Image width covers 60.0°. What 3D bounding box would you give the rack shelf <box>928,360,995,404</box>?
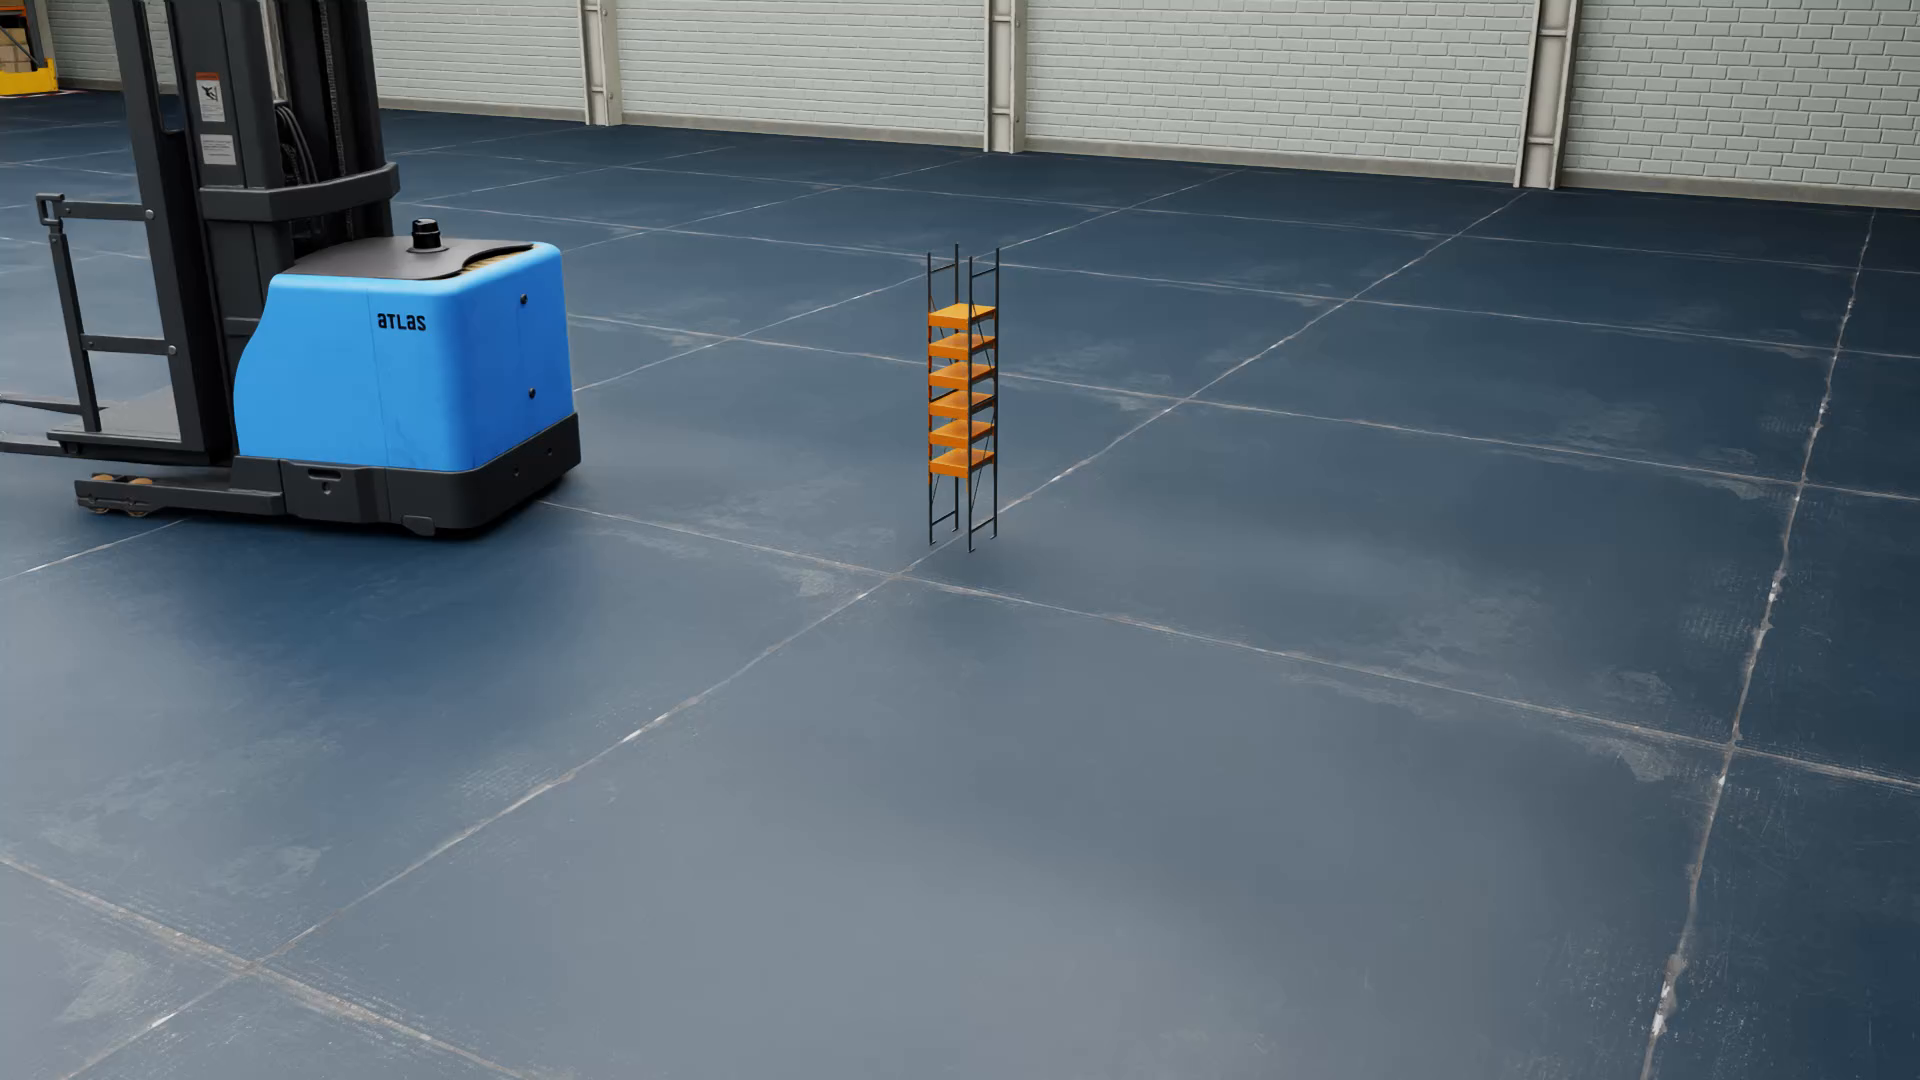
[{"bbox_3d":[0.013,-0.633,6.628,0.180,0.103,0.258,11,23,27],"label":"rack shelf"}]

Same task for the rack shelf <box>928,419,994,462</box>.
[{"bbox_3d":[0.013,-0.407,6.710,0.180,0.103,0.258,11,23,27],"label":"rack shelf"}]

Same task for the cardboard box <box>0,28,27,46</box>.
[{"bbox_3d":[-15.354,-8.058,26.631,0.500,0.250,0.500,10,22,26],"label":"cardboard box"}]

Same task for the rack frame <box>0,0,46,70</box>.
[{"bbox_3d":[-15.027,-8.547,26.029,0.127,3.000,1.000,11,23,27],"label":"rack frame"}]

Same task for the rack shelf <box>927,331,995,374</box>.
[{"bbox_3d":[0.013,-0.745,6.587,0.180,0.103,0.258,11,23,27],"label":"rack shelf"}]

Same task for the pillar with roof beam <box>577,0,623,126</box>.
[{"bbox_3d":[-6.819,-8.474,17.030,0.400,9.000,9.100,11,23,27],"label":"pillar with roof beam"}]

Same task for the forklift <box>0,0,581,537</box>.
[{"bbox_3d":[-3.315,-1.644,7.098,3.031,2.935,1.130,5,20,13],"label":"forklift"}]

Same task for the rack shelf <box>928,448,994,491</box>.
[{"bbox_3d":[0.013,-0.294,6.751,0.180,0.103,0.258,11,23,27],"label":"rack shelf"}]

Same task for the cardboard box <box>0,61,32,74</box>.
[{"bbox_3d":[-15.360,-7.592,26.812,0.500,0.250,0.500,11,23,28],"label":"cardboard box"}]

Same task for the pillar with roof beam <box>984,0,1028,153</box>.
[{"bbox_3d":[-1.580,-7.476,14.279,0.400,9.000,9.100,11,23,27],"label":"pillar with roof beam"}]

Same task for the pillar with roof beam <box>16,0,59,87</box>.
[{"bbox_3d":[-17.295,-10.470,22.532,0.400,9.000,9.100,11,23,27],"label":"pillar with roof beam"}]

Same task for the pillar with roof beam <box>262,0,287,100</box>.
[{"bbox_3d":[-12.057,-9.472,19.781,0.400,9.000,9.100,11,23,27],"label":"pillar with roof beam"}]

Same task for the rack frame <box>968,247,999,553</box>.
[{"bbox_3d":[0.093,-0.546,6.612,0.006,1.200,0.240,11,23,27],"label":"rack frame"}]

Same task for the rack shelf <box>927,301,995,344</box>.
[{"bbox_3d":[0.013,-0.858,6.546,0.180,0.103,0.258,11,23,27],"label":"rack shelf"}]

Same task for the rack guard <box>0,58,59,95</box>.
[{"bbox_3d":[-15.006,-7.368,26.444,0.348,0.500,1.175,11,23,27],"label":"rack guard"}]

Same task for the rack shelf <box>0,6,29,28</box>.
[{"bbox_3d":[-16.773,-8.541,27.068,4.000,0.370,1.077,11,23,27],"label":"rack shelf"}]

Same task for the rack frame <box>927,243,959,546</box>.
[{"bbox_3d":[-0.067,-0.577,6.696,0.006,1.200,0.240,11,23,27],"label":"rack frame"}]

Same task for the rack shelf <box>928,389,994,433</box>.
[{"bbox_3d":[0.013,-0.520,6.669,0.180,0.103,0.258,11,23,27],"label":"rack shelf"}]

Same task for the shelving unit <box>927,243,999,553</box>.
[{"bbox_3d":[0.013,-0.562,6.654,0.189,1.200,0.258,11,23,27],"label":"shelving unit"}]

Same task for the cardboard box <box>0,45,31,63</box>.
[{"bbox_3d":[-15.336,-7.827,26.727,0.500,0.250,0.500,11,23,28],"label":"cardboard box"}]

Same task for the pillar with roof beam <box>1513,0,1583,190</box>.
[{"bbox_3d":[3.658,-6.479,11.529,0.400,9.000,9.100,11,23,27],"label":"pillar with roof beam"}]

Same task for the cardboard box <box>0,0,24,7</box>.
[{"bbox_3d":[-15.324,-8.759,26.467,0.500,0.500,0.500,12,23,29],"label":"cardboard box"}]

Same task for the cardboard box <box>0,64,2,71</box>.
[{"bbox_3d":[-15.591,-7.436,26.382,0.500,0.250,0.500,11,23,28],"label":"cardboard box"}]
